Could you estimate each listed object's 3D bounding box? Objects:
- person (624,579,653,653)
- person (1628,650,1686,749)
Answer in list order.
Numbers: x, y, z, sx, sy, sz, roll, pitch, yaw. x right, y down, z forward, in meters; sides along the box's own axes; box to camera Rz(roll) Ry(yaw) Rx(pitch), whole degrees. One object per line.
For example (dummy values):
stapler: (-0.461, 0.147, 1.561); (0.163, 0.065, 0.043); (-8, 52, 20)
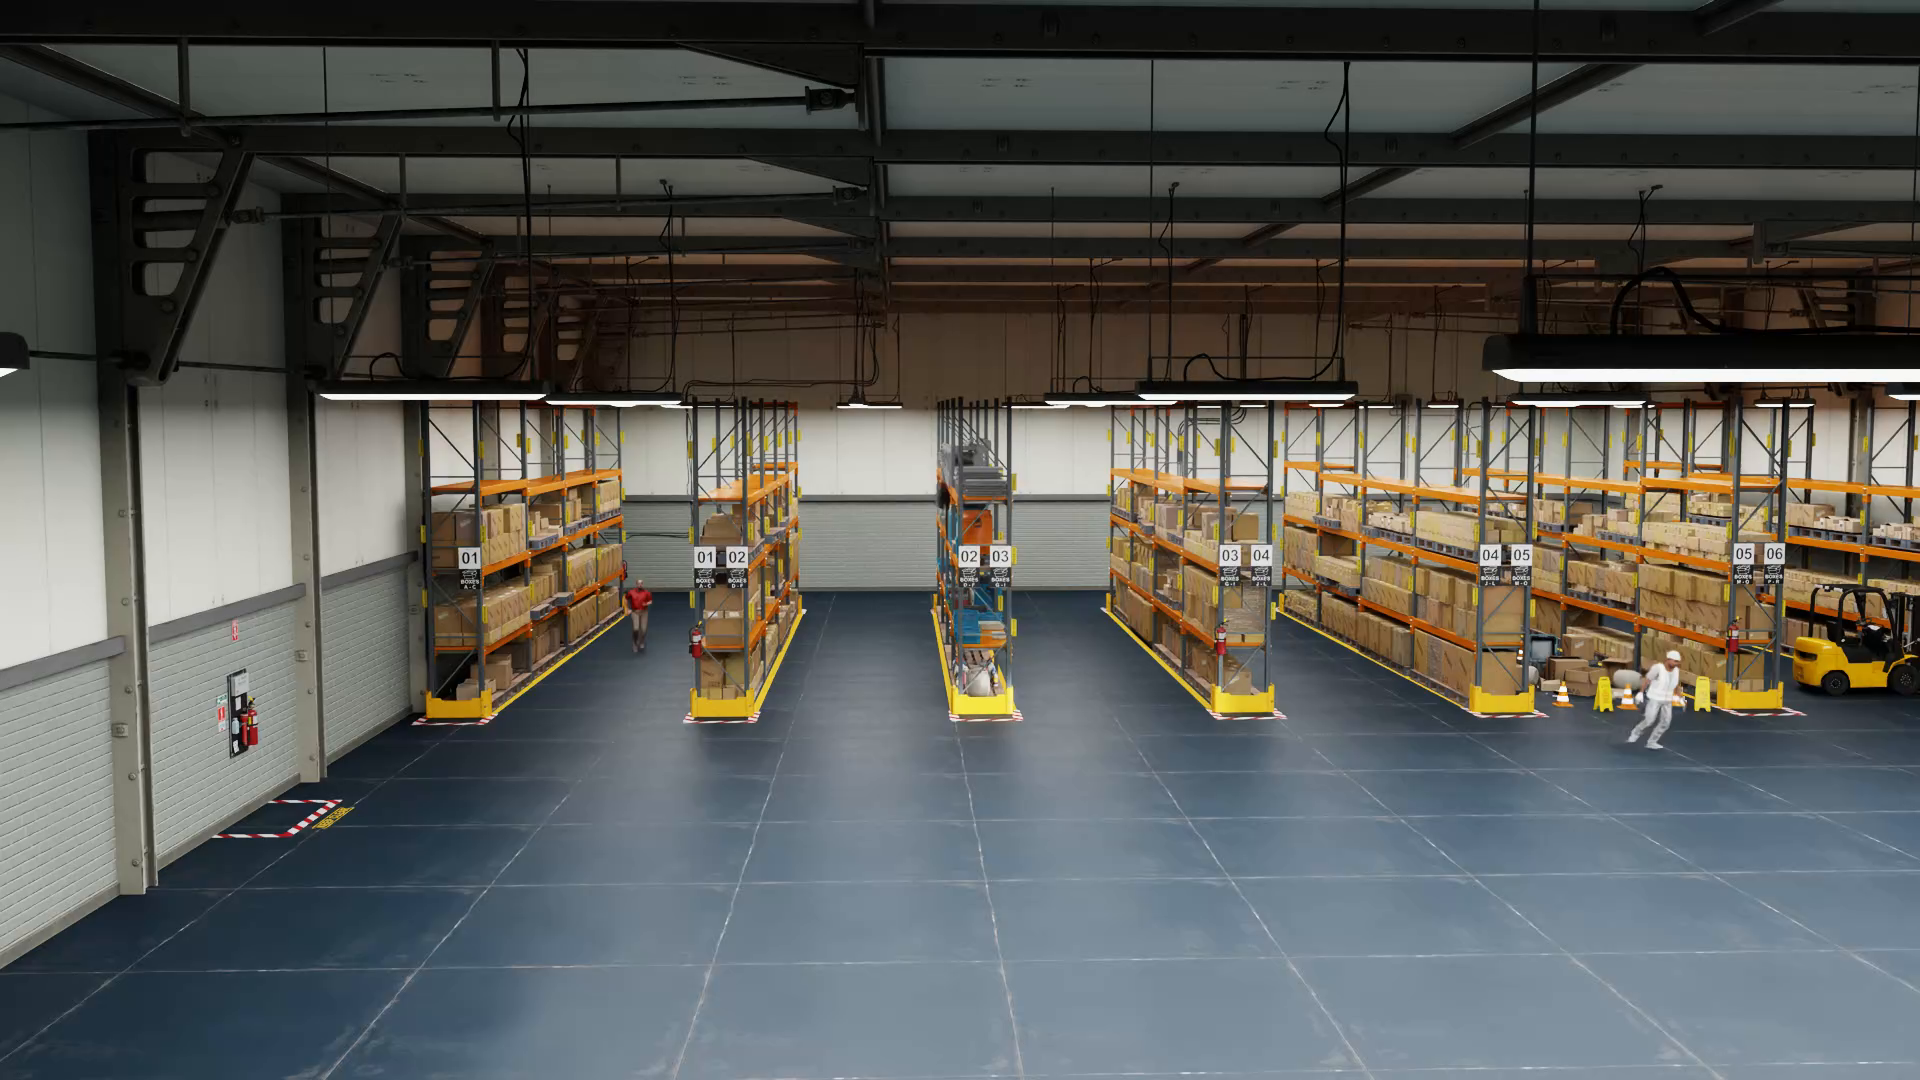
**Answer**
person: (-7.636, 1.818, 39.601); (0.648, 1.767, 0.730); (-1, 5, -18)
person: (11.809, 2.690, 28.129); (0.829, 1.697, 0.694); (-1, 5, -16)
